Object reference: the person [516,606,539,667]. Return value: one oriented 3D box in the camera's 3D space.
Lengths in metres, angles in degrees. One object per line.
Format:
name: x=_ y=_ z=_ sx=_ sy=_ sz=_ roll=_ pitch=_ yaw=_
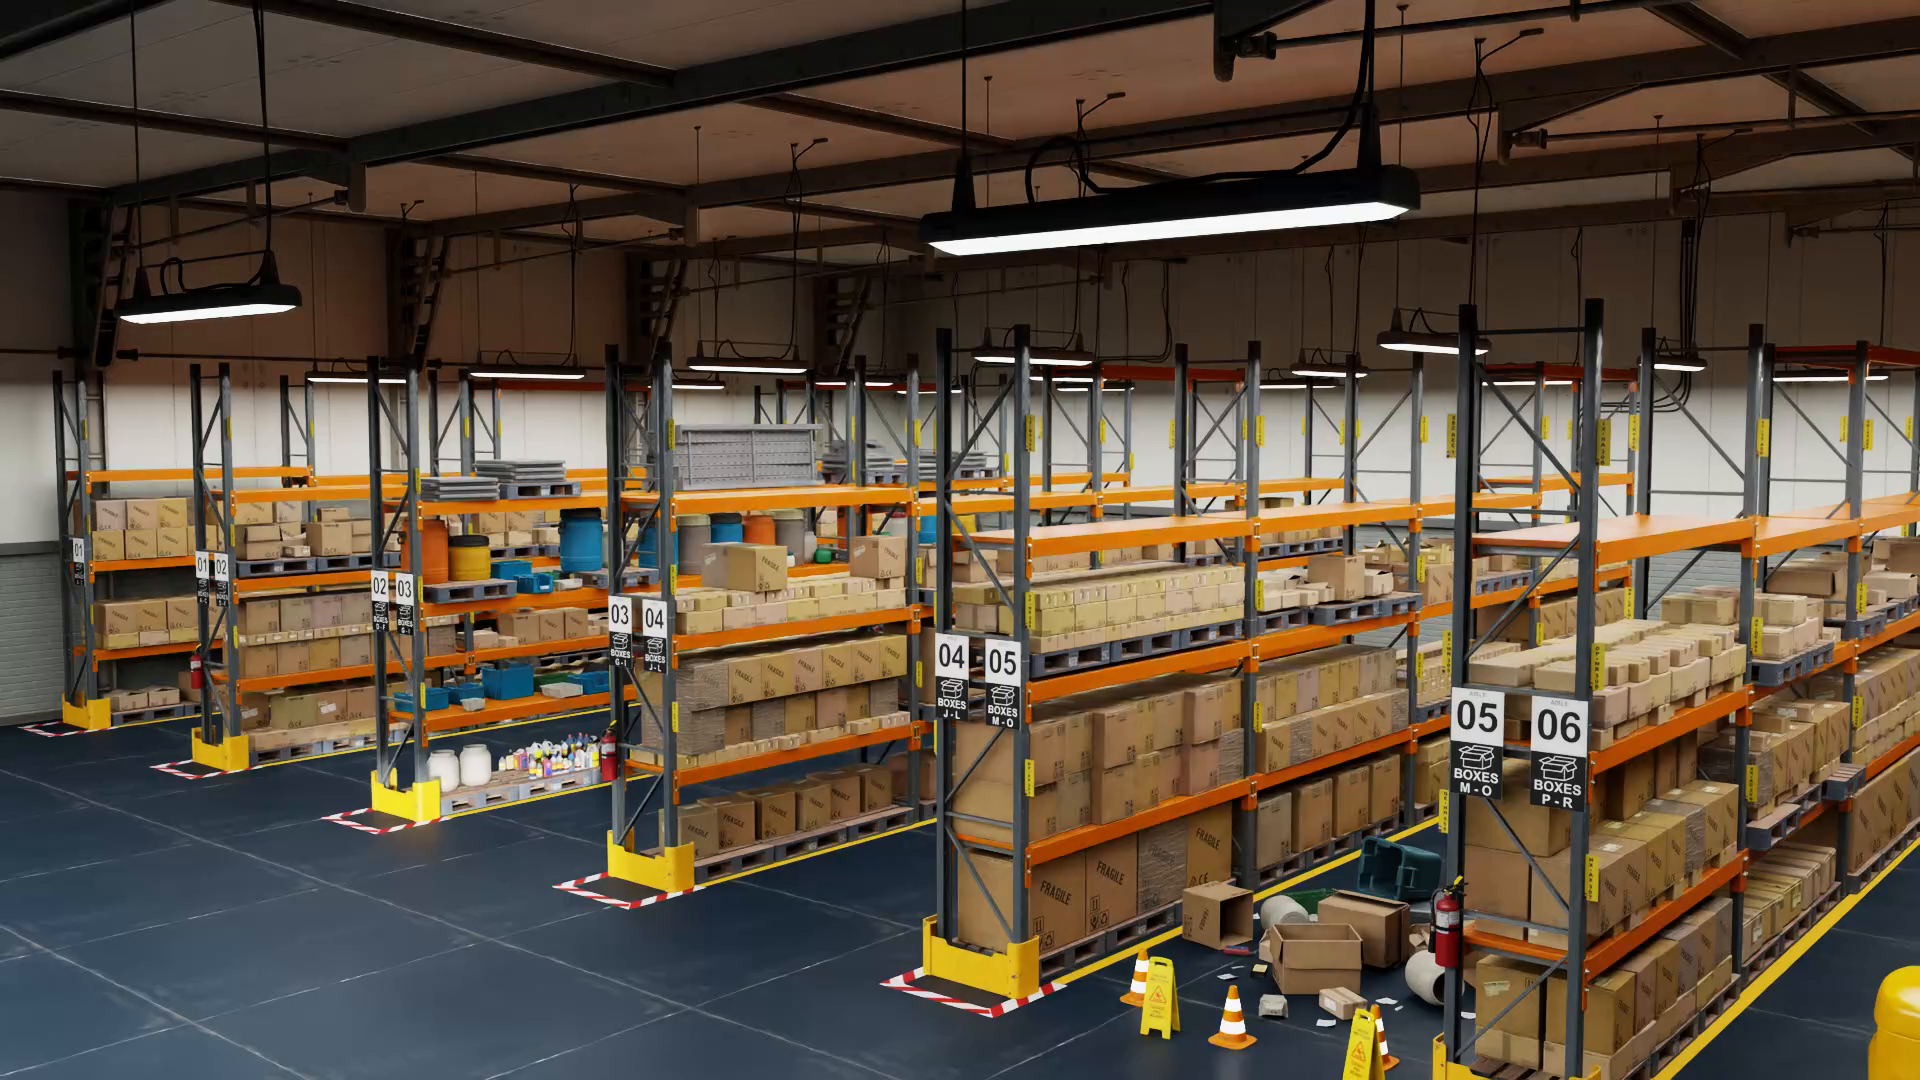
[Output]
person: x=-8.308 y=2.045 z=31.725 sx=0.501 sy=1.653 sz=0.546 roll=-3 pitch=5 yaw=-39
